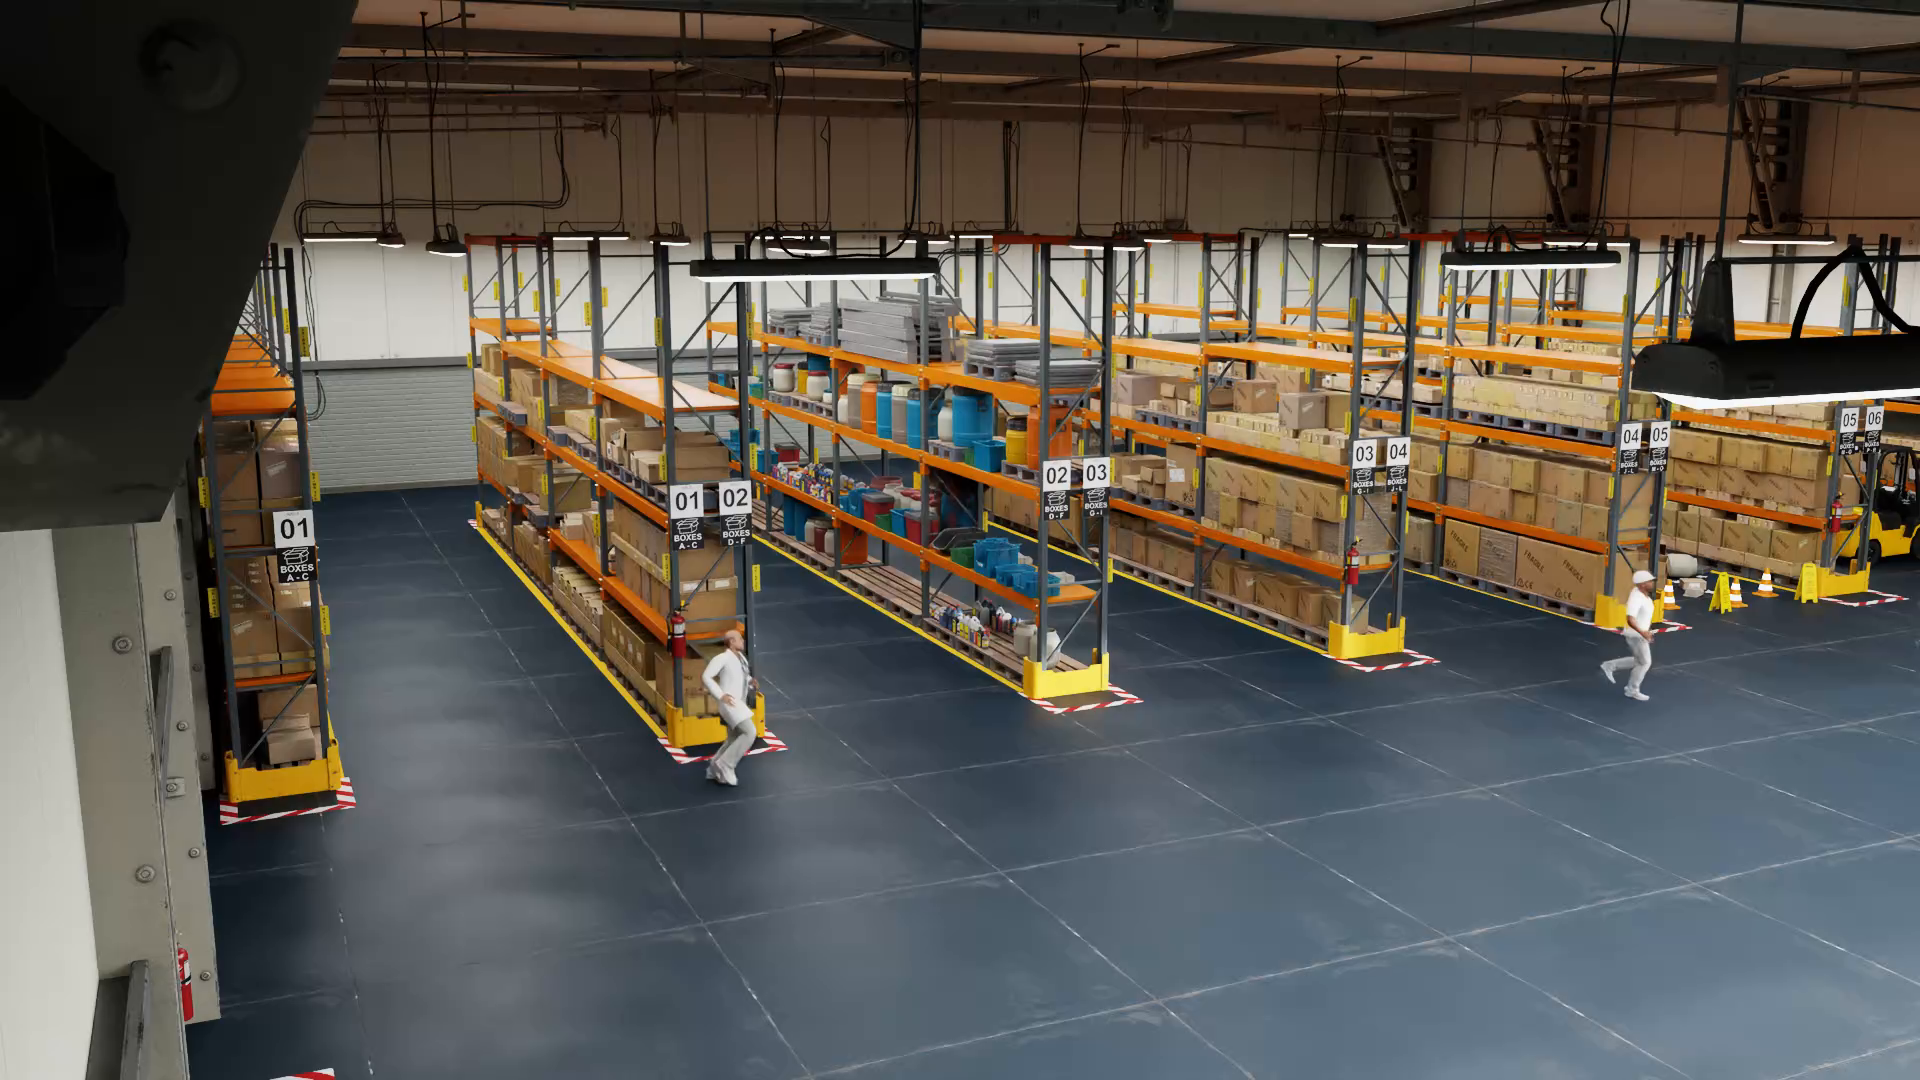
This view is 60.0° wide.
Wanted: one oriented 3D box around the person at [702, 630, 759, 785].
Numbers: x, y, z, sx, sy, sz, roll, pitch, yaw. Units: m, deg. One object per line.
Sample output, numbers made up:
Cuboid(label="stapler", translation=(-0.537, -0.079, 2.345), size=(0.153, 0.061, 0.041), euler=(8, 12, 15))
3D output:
Cuboid(label="person", translation=(-2.556, 1.881, 18.928), size=(0.633, 1.702, 0.784), euler=(3, 11, 15))

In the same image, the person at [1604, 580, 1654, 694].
Cuboid(label="person", translation=(8.942, 1.231, 22.176), size=(0.604, 1.633, 0.706), euler=(5, 12, 23))
